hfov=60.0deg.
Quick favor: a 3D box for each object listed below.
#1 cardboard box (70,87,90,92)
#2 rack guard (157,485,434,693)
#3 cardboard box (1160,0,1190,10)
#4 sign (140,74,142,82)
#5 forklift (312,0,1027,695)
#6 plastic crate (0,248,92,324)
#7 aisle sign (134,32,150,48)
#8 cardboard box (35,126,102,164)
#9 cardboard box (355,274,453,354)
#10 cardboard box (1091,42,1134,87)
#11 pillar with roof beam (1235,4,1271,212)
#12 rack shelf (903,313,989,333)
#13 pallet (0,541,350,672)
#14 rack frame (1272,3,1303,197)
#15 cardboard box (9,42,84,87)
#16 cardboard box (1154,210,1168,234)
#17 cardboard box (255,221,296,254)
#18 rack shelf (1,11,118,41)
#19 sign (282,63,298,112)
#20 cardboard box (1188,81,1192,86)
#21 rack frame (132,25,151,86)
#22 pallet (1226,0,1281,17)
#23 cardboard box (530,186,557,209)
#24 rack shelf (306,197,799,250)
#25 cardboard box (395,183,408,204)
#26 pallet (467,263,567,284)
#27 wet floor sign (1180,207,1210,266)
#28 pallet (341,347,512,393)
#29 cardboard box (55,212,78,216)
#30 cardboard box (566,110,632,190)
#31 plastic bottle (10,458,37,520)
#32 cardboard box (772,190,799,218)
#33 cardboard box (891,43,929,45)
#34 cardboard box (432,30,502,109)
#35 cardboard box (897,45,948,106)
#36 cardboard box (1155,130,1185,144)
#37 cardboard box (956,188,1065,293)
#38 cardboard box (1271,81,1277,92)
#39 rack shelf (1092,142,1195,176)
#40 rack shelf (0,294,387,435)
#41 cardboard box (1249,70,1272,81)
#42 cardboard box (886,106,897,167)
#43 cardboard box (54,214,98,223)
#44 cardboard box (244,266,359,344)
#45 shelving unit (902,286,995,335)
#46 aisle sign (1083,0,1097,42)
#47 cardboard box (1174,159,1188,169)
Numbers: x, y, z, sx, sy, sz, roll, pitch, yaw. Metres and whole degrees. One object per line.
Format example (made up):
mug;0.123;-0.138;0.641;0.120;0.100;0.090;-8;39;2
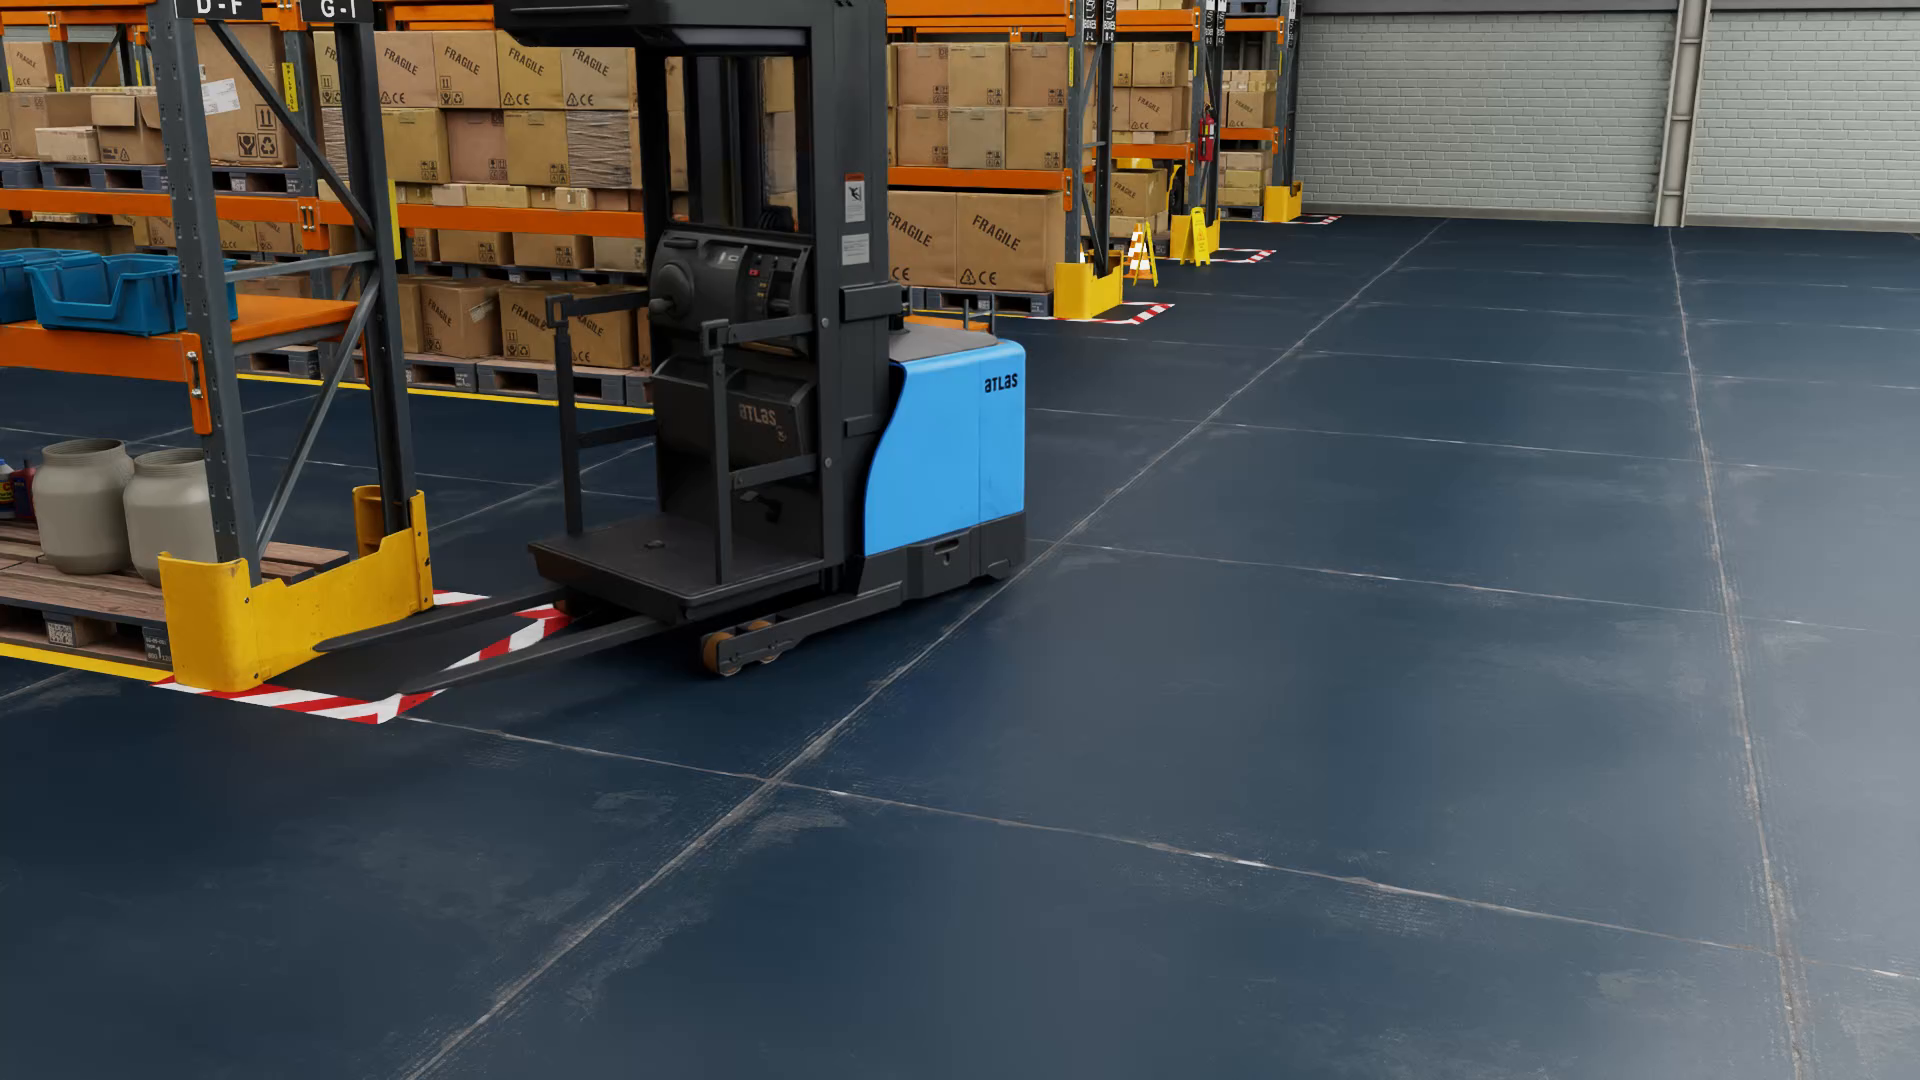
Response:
cardboard box;-9.780;-5.033;18.762;0.250;0.149;0.380;7;18;23
rack guard;-2.634;0.167;6.702;0.348;0.500;1.175;6;17;21
cardboard box;2.473;-6.177;19.140;0.250;0.149;0.380;6;17;21
sign;-12.186;-6.840;24.660;0.005;0.325;0.100;6;17;21
forklift;-1.072;-1.046;6.520;1.130;2.935;3.031;15;22;41
plastic crate;-3.724;-1.008;6.533;0.408;0.251;0.499;6;17;21
aisle sign;-12.150;-7.710;24.689;0.004;0.787;0.394;6;17;21
cardboard box;-6.696;-3.040;12.779;0.500;0.250;0.500;6;17;19
cardboard box;-4.092;-1.682;12.317;0.500;0.500;0.500;6;17;19
cardboard box;1.884;-5.613;19.622;0.500;0.500;0.700;6;17;21
pillar with roof beam;2.829;-8.250;20.451;0.400;9.000;9.100;6;17;21
rack shelf;-0.111;-0.985;8.003;0.480;0.148;0.258;11;19;33
pallet;-3.388;0.221;7.034;1.213;0.211;1.003;6;17;21
rack frame;4.725;-6.181;24.083;0.127;3.000;1.000;6;17;21
cardboard box;-10.514;-5.475;19.147;0.500;0.500;0.500;6;17;19
cardboard box;2.258;-3.928;20.503;0.500;0.250;0.500;6;17;20
cardboard box;-7.447;-3.472;18.483;0.500;0.500;0.500;7;18;23
rack shelf;-11.838;-6.126;19.805;4.000;0.370;1.077;6;17;21
sign;-4.650;-3.144;11.545;0.005;0.325;0.100;6;17;21
cardboard box;3.340;-6.607;24.209;0.250;0.149;0.380;6;17;19
rack frame;-11.977;-6.530;25.285;0.127;3.000;1.000;6;17;21
pallet;4.077;-7.658;23.949;1.213;0.211;1.003;6;17;21
cardboard box;-2.711;-2.347;11.330;0.250;0.149;0.380;6;17;21
rack shelf;-2.589;-2.182;11.599;4.000;0.370;1.077;6;17;21
cardboard box;-3.890;-2.464;11.731;0.250;0.149;0.380;6;17;21
pallet;-4.420;-2.852;17.621;1.213;0.211;1.003;6;17;21
wet floor sign;2.691;-3.465;18.953;0.232;0.644;0.267;14;21;40
pallet;-3.812;-1.333;12.387;1.213;0.211;1.003;6;17;21
cardboard box;-10.404;-3.913;19.567;0.250;0.149;0.380;7;18;22
cardboard box;-2.189;-2.659;11.241;0.500;0.500;0.875;6;17;21
plastic bottle;-4.322;-0.239;7.700;0.133;0.283;0.061;7;17;22
cardboard box;-1.070;-2.178;10.745;0.250;0.149;0.380;6;17;21
cardboard box;-0.484;-5.872;20.513;0.500;0.500;0.700;6;17;20
cardboard box;-3.194;-3.189;11.271;0.500;0.500;0.500;6;17;21
cardboard box;-0.162;-4.362;15.613;0.550;0.550;0.875;6;17;21
cardboard box;2.481;-4.755;19.623;0.250;0.149;0.380;7;18;22
cardboard box;0.530;-2.832;15.607;0.875;0.875;0.875;6;17;21
cardboard box;4.505;-6.642;24.330;0.250;0.149;0.380;6;17;19
rack shelf;1.047;-4.752;20.452;4.000;0.370;1.077;6;17;21
rack shelf;-4.407;-0.897;7.174;4.000;0.370;1.077;6;17;21
cardboard box;4.315;-6.665;23.875;0.250;0.149;0.380;6;17;21
cardboard box;-0.679;-3.881;15.892;0.500;0.550;0.875;6;17;21
cardboard box;-10.388;-3.751;19.542;0.250;0.149;0.380;7;17;22
cardboard box;-5.013;-1.811;12.726;0.500;0.500;0.700;5;17;16
shelving unit;-0.111;-0.607;8.112;0.503;1.200;0.258;11;19;33
aisle sign;1.141;-4.762;14.534;0.004;0.787;0.394;6;17;21
cardboard box;3.232;-5.608;24.495;0.500;0.250;0.500;7;17;21
